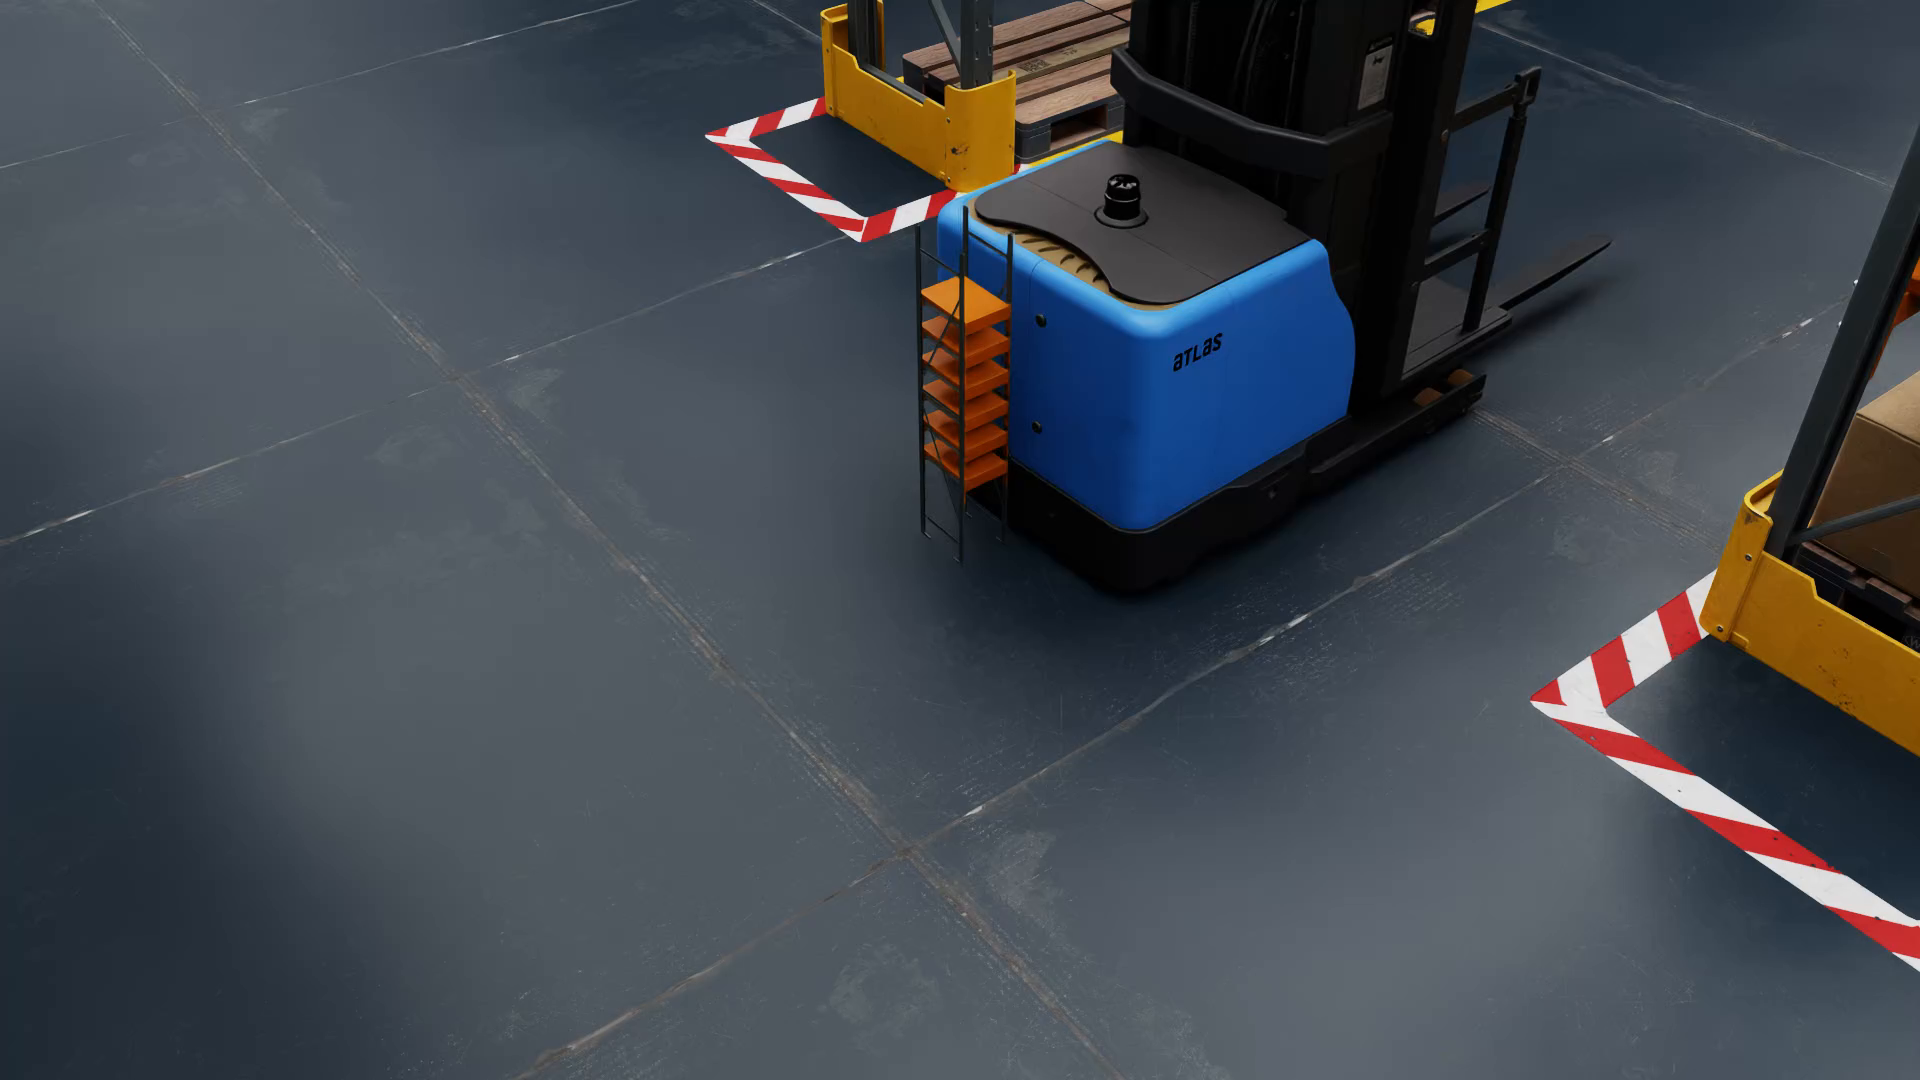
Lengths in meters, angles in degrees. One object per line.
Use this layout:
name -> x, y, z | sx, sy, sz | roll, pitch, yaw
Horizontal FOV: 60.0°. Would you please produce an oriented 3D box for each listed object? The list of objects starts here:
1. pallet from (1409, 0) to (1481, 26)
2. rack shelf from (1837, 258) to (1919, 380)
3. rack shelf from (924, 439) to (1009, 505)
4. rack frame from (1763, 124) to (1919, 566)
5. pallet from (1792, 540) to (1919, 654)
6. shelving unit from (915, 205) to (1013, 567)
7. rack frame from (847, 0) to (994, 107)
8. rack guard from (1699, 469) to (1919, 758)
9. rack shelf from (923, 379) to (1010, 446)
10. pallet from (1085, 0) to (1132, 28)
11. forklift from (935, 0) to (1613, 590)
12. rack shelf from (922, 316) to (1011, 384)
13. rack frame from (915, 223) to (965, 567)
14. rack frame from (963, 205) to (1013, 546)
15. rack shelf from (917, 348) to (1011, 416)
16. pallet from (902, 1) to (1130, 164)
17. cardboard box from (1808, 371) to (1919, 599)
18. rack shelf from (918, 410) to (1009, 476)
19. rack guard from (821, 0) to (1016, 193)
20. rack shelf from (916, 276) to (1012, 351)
pallet -> 2.412, -3.292, 9.597 | 1.213, 0.211, 1.003 | -26, 46, -28
rack shelf -> 4.401, -1.131, 5.330 | 4.000, 0.370, 1.077 | -26, 46, -28
rack shelf -> 0.011, -0.250, 5.557 | 0.180, 0.103, 0.258 | -26, 46, -28
rack frame -> 2.815, -0.636, 4.160 | 0.127, 3.000, 1.000 | -26, 46, -28
pallet -> 3.507, 0.105, 5.456 | 1.213, 0.211, 1.003 | -26, 46, -28
shelving unit -> 0.011, -0.469, 5.376 | 0.189, 1.200, 0.258 | -26, 46, -28
rack frame -> -0.201, -3.128, 7.198 | 0.127, 3.000, 1.000 | -26, 46, -28
rack guard -> 2.875, 0.301, 4.988 | 0.348, 0.500, 1.175 | -26, 46, -28
rack shelf -> 0.011, -0.435, 5.404 | 0.180, 0.103, 0.258 | -26, 46, -28
pallet -> 1.444, -2.818, 9.019 | 1.213, 0.211, 1.003 | -26, 46, -28
forklift -> 1.359, -1.762, 5.587 | 3.031, 2.935, 1.130 | -28, 47, -30
rack shelf -> 0.011, -0.621, 5.252 | 0.180, 0.103, 0.258 | -26, 46, -28
rack frame -> -0.061, -0.434, 5.333 | 0.006, 1.200, 0.240 | -26, 46, -28
rack frame -> 0.084, -0.505, 5.419 | 0.006, 1.200, 0.240 | -26, 46, -28
rack shelf -> 0.011, -0.528, 5.328 | 0.180, 0.103, 0.258 | -26, 46, -28
pallet -> 0.477, -2.349, 8.447 | 1.213, 0.211, 1.003 | -26, 46, -28
cardboard box -> 3.096, -0.173, 5.220 | 0.500, 0.500, 0.500 | -26, 46, -28
rack shelf -> 0.011, -0.342, 5.481 | 0.180, 0.103, 0.258 | -26, 46, -28
rack guard -> -0.212, -2.146, 7.972 | 0.348, 0.500, 1.175 | -26, 46, -28
rack shelf -> 0.011, -0.713, 5.176 | 0.180, 0.103, 0.258 | -26, 46, -28
